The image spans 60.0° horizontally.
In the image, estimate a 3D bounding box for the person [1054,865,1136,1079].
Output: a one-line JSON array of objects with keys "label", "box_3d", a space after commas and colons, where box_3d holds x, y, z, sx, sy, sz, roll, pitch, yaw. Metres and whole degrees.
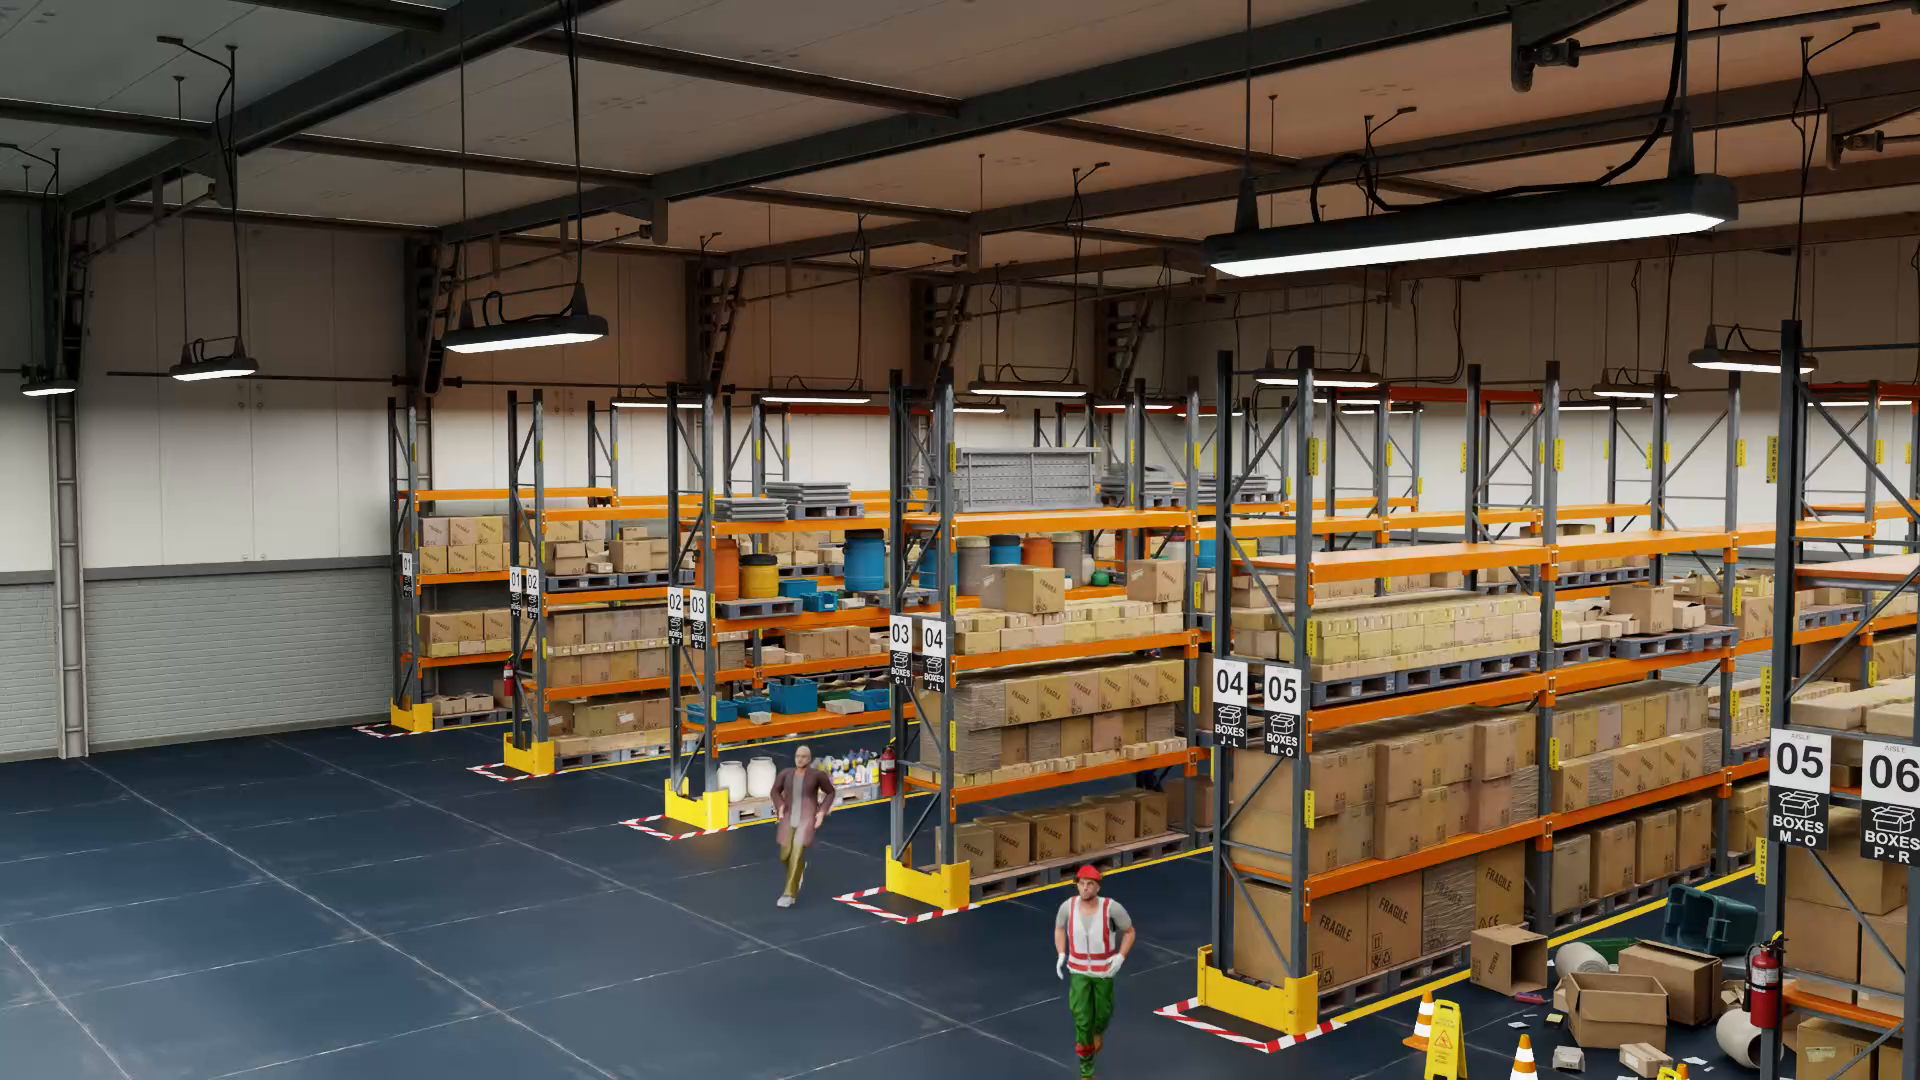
[{"label": "person", "box_3d": [1.089, 3.493, 13.479, 0.665, 1.785, 0.790, 1, 3, 13]}]

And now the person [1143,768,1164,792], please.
[{"label": "person", "box_3d": [2.672, 2.988, 23.373, 0.716, 1.694, 0.559, -3, 4, -41]}]

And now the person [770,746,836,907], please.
[{"label": "person", "box_3d": [-1.786, 3.190, 18.736, 0.752, 1.756, 0.886, 1, 3, 13]}]

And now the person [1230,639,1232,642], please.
[{"label": "person", "box_3d": [5.713, 2.298, 34.545, 0.698, 1.738, 0.700, 3, 5, 43]}]
